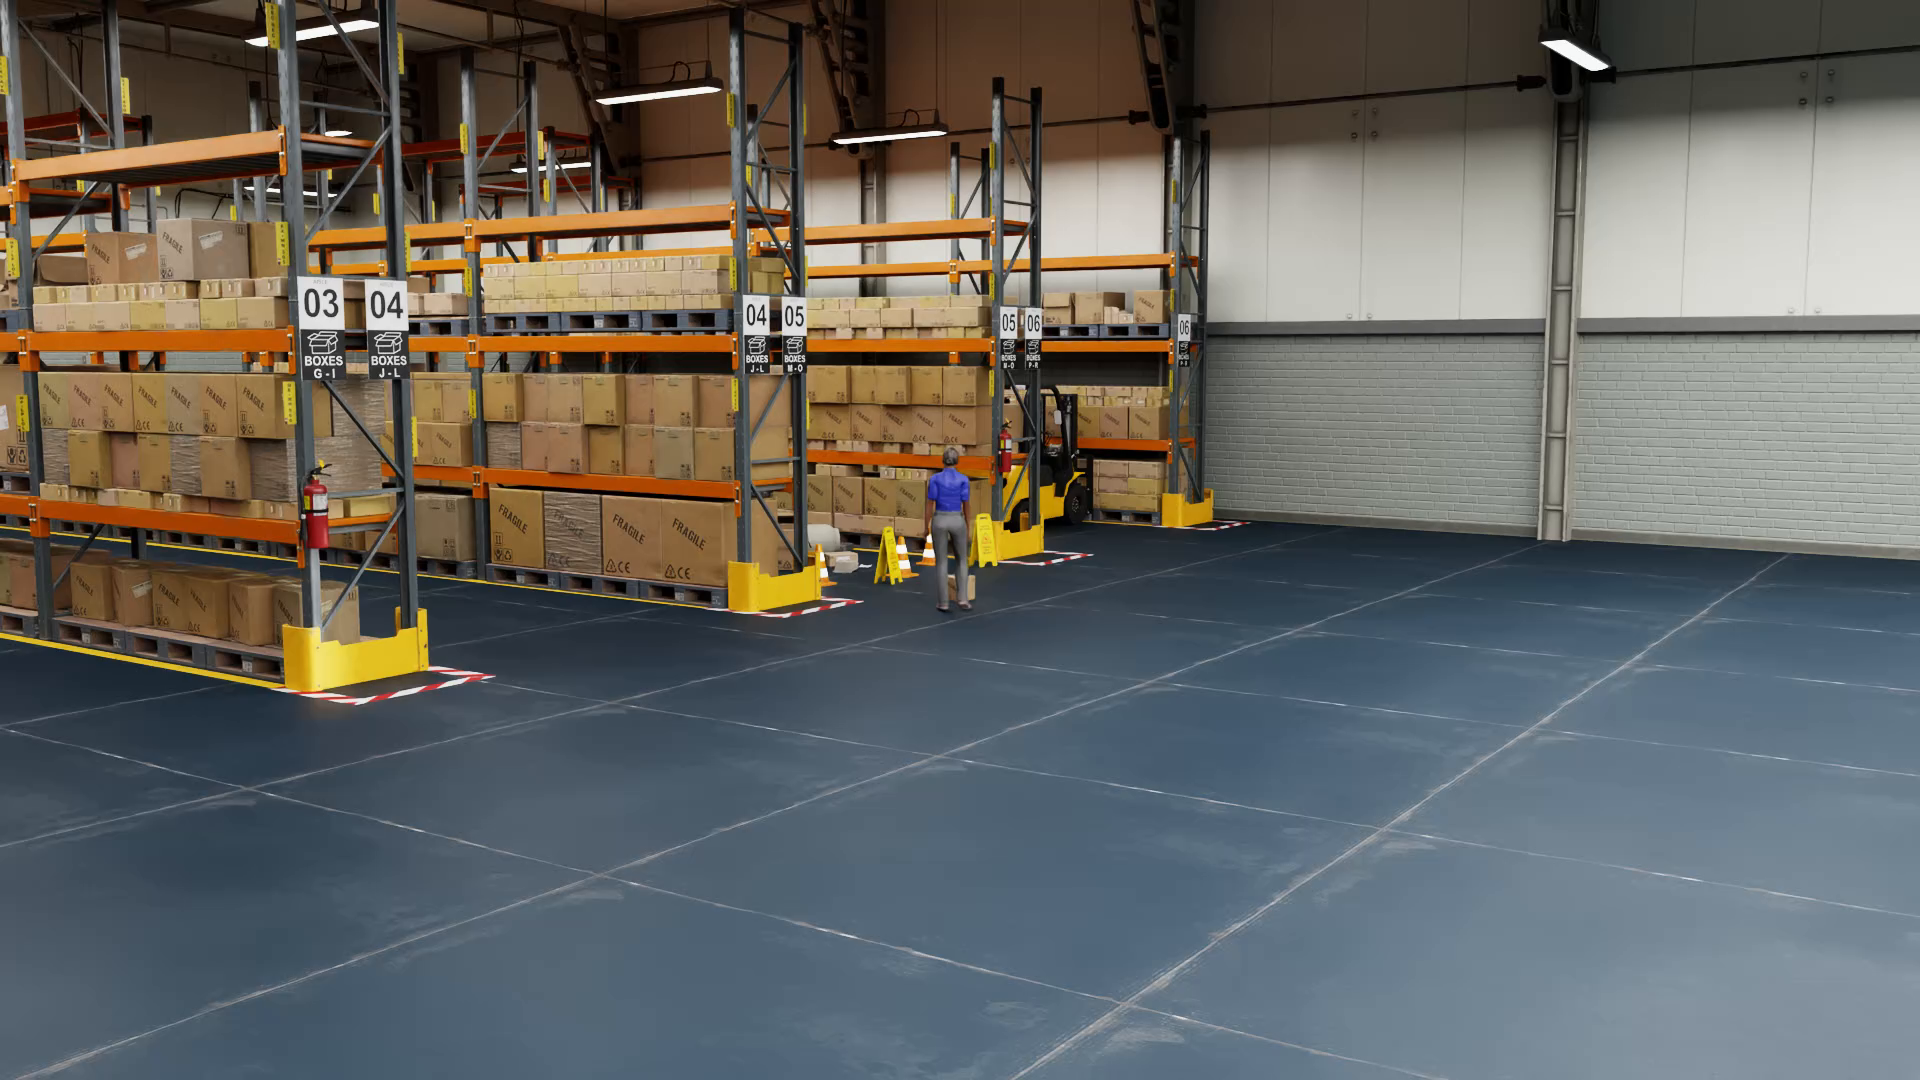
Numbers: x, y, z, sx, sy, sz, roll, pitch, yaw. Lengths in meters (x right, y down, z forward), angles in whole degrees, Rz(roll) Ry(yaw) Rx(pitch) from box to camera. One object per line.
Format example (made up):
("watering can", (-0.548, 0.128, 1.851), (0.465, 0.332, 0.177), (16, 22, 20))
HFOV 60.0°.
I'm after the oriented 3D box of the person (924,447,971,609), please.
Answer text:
("person", (-0.126, -0.099, 17.042), (0.499, 1.711, 0.463), (0, 6, -3))
